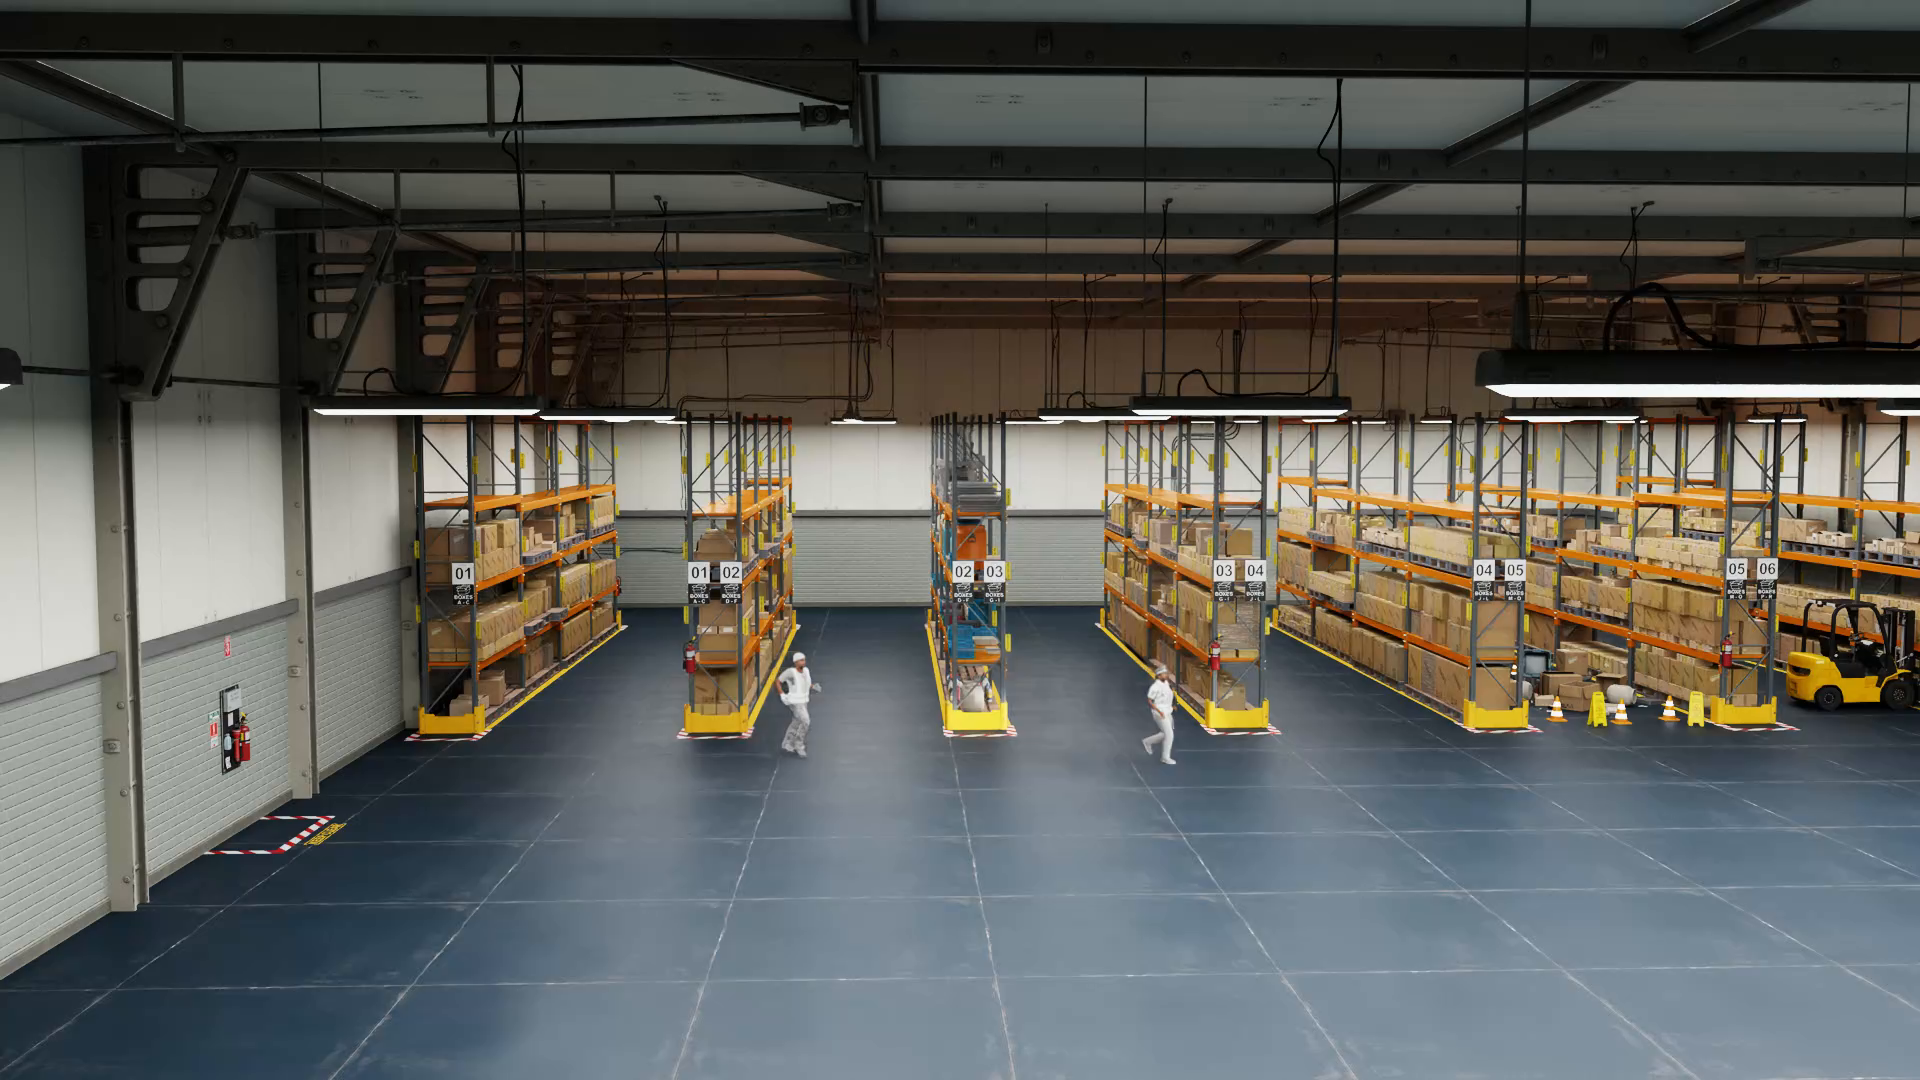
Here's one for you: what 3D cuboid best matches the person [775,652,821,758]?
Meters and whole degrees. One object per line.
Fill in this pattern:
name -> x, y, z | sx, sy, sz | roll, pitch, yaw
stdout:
person -> -2.804, 2.866, 28.999 | 0.777, 1.823, 0.663 | 2, 4, 26

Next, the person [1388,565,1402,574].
person -> 12.784, 1.479, 49.304 | 0.748, 1.827, 0.657 | 0, 4, 1

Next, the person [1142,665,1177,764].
person -> 3.407, 2.965, 28.413 | 0.647, 1.687, 0.576 | 3, 5, 34

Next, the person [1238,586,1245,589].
person -> 7.842, 1.761, 46.631 | 0.544, 1.629, 0.638 | 0, 4, 7
